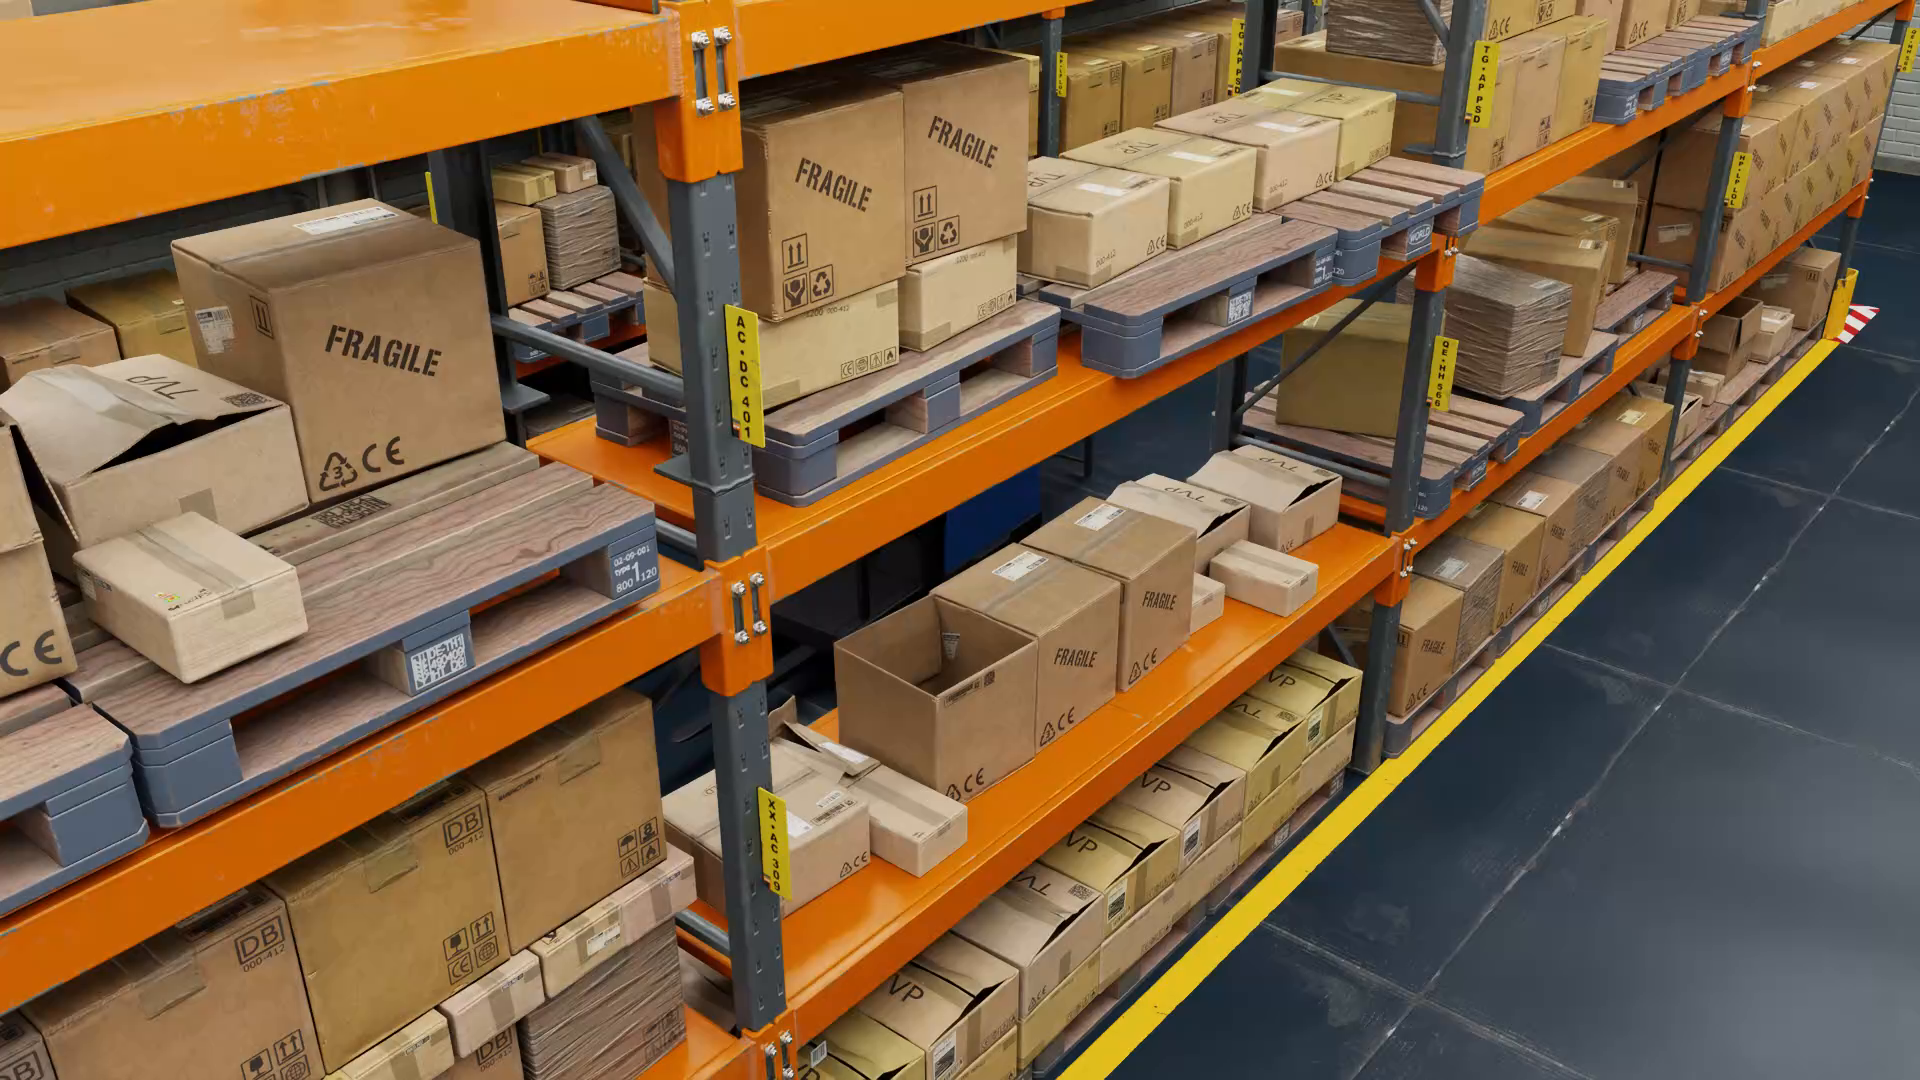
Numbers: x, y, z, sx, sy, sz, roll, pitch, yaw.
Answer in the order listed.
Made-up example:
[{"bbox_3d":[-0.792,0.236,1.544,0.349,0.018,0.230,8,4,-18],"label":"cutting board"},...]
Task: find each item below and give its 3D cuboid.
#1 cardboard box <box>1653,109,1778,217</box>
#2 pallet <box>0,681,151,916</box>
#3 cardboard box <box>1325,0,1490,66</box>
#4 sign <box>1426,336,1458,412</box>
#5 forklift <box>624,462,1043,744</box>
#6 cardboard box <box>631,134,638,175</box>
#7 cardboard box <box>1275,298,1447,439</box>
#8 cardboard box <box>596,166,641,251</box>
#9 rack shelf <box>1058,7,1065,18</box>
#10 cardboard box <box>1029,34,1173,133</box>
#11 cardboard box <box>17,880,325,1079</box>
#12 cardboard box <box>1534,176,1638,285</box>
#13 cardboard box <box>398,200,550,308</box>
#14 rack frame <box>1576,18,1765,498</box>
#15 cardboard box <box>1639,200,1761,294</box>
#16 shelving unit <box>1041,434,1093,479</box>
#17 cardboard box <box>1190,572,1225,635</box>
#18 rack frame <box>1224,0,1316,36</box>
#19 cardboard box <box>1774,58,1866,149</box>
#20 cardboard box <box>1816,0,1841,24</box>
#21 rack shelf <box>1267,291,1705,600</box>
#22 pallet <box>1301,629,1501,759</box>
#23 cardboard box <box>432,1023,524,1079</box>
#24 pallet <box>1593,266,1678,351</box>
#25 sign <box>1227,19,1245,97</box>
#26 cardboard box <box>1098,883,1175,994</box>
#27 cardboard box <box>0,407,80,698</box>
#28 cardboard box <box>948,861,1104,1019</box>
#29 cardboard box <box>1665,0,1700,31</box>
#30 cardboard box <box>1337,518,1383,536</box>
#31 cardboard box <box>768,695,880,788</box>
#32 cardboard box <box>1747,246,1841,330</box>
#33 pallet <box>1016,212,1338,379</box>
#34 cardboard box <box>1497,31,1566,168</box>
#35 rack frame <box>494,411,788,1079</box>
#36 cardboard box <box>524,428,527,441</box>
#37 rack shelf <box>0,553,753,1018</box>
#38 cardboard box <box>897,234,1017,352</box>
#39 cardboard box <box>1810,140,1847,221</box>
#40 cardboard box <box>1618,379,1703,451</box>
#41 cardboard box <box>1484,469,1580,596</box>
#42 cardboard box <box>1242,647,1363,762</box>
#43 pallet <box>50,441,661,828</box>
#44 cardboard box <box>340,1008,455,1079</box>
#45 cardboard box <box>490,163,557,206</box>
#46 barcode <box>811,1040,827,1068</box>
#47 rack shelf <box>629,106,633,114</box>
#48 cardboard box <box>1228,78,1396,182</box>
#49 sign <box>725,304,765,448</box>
[{"bbox_3d":[4.687,-2.346,10.323,0.500,0.500,0.500,22,34,36],"label":"cardboard box"},{"bbox_3d":[-2.217,0.512,2.828,1.003,0.211,1.213,21,34,34],"label":"pallet"},{"bbox_3d":[1.908,-2.328,7.024,0.500,0.500,0.500,21,34,34],"label":"cardboard box"},{"bbox_3d":[2.056,-0.707,7.093,0.100,0.325,0.005,21,34,34],"label":"sign"},{"bbox_3d":[-0.757,-0.799,8.604,1.130,2.935,3.031,18,32,30],"label":"forklift"},{"bbox_3d":[-1.693,-2.415,10.383,0.500,0.250,0.500,22,34,36],"label":"cardboard box"},{"bbox_3d":[1.939,-0.841,8.046,0.700,0.500,0.500,10,29,18],"label":"cardboard box"},{"bbox_3d":[-2.102,-2.231,10.843,0.500,0.500,0.500,21,34,35],"label":"cardboard box"},{"bbox_3d":[1.617,-4.941,14.054,1.077,0.370,4.000,21,34,34],"label":"rack shelf"},{"bbox_3d":[1.171,-3.797,13.998,0.980,0.700,0.700,20,33,33],"label":"cardboard box"},{"bbox_3d":[-1.836,0.959,3.610,0.700,0.500,0.500,21,34,34],"label":"cardboard box"},{"bbox_3d":[3.696,-1.901,10.094,0.700,0.500,0.500,9,29,18],"label":"cardboard box"},{"bbox_3d":[-2.825,-1.665,9.616,0.700,0.500,0.500,17,32,30],"label":"cardboard box"},{"bbox_3d":[4.170,-1.772,10.411,1.000,3.000,0.127,21,34,34],"label":"rack frame"},{"bbox_3d":[4.704,-1.918,10.584,0.500,0.500,0.500,22,34,36],"label":"cardboard box"},{"bbox_3d":[0.371,-0.952,10.458,0.538,1.500,1.048,18,32,30],"label":"shelving unit"},{"bbox_3d":[0.858,0.226,6.822,0.380,0.149,0.250,24,36,38],"label":"cardboard box"},{"bbox_3d":[2.889,-4.637,15.949,1.000,3.000,0.127,21,34,34],"label":"rack frame"},{"bbox_3d":[5.996,-3.076,11.735,0.500,0.500,0.500,22,34,36],"label":"cardboard box"},{"bbox_3d":[5.310,-3.491,10.632,0.500,0.250,0.500,21,34,34],"label":"cardboard box"},{"bbox_3d":[2.898,-0.744,9.206,1.077,0.370,4.000,21,34,34],"label":"rack shelf"},{"bbox_3d":[2.130,0.631,8.801,1.003,0.211,1.213,21,34,34],"label":"pallet"},{"bbox_3d":[-1.527,1.368,4.233,0.700,0.500,0.500,20,34,34],"label":"cardboard box"},{"bbox_3d":[3.577,-1.436,9.970,1.003,0.211,1.213,21,34,34],"label":"pallet"},{"bbox_3d":[1.208,-2.075,7.170,0.100,0.325,0.005,21,34,34],"label":"sign"},{"bbox_3d":[0.507,1.483,6.655,0.500,0.250,0.500,22,34,35],"label":"cardboard box"},{"bbox_3d":[-2.064,-0.016,3.030,0.637,0.503,0.797,-24,36,-38],"label":"cardboard box"},{"bbox_3d":[0.187,1.416,6.173,0.500,0.311,0.500,19,33,33],"label":"cardboard box"},{"bbox_3d":[3.793,-3.223,9.276,0.600,0.600,0.600,17,32,30],"label":"cardboard box"},{"bbox_3d":[2.072,-0.194,8.786,0.500,0.250,0.500,22,35,36],"label":"cardboard box"},{"bbox_3d":[-0.501,0.758,5.666,0.396,0.266,0.258,20,33,33],"label":"cardboard box"},{"bbox_3d":[6.558,-2.011,13.114,0.500,0.500,0.500,21,34,34],"label":"cardboard box"},{"bbox_3d":[0.554,-0.938,5.740,1.003,0.211,1.213,23,35,37],"label":"pallet"},{"bbox_3d":[2.201,-2.076,7.625,0.910,0.500,0.500,21,34,34],"label":"cardboard box"},{"bbox_3d":[-0.919,1.064,4.929,1.000,3.000,0.127,21,34,34],"label":"rack frame"},{"bbox_3d":[-3.034,-0.467,10.129,0.700,0.500,0.500,21,34,34],"label":"cardboard box"},{"bbox_3d":[-2.191,0.760,3.034,1.077,0.370,4.000,21,34,34],"label":"rack shelf"},{"bbox_3d":[-0.172,-0.799,4.972,0.500,0.250,0.500,17,32,30],"label":"cardboard box"},{"bbox_3d":[5.990,-2.636,11.973,0.500,0.500,0.500,21,34,35],"label":"cardboard box"},{"bbox_3d":[4.604,-0.859,11.094,0.500,0.311,0.500,21,34,34],"label":"cardboard box"},{"bbox_3d":[3.115,-0.067,9.357,0.500,0.500,0.500,19,33,33],"label":"cardboard box"},{"bbox_3d":[1.482,0.689,7.578,0.500,0.311,0.500,22,34,36],"label":"cardboard box"},{"bbox_3d":[-1.441,0.081,3.661,1.003,0.211,1.213,21,34,34],"label":"pallet"},{"bbox_3d":[-1.416,1.165,3.919,0.380,0.149,0.250,21,34,34],"label":"cardboard box"},{"bbox_3d":[-2.589,-2.079,9.711,0.380,0.149,0.250,15,31,26],"label":"cardboard box"},{"bbox_3d":[-0.435,1.584,5.121,0.001,0.075,0.075,21,34,34],"label":"barcode"},{"bbox_3d":[-3.471,-2.104,8.571,1.077,0.370,4.000,21,34,34],"label":"rack shelf"},{"bbox_3d":[1.380,-1.629,6.576,0.500,0.250,0.500,18,32,31],"label":"cardboard box"},{"bbox_3d":[-0.489,-0.371,3.790,0.100,0.325,0.005,21,34,34],"label":"sign"}]
